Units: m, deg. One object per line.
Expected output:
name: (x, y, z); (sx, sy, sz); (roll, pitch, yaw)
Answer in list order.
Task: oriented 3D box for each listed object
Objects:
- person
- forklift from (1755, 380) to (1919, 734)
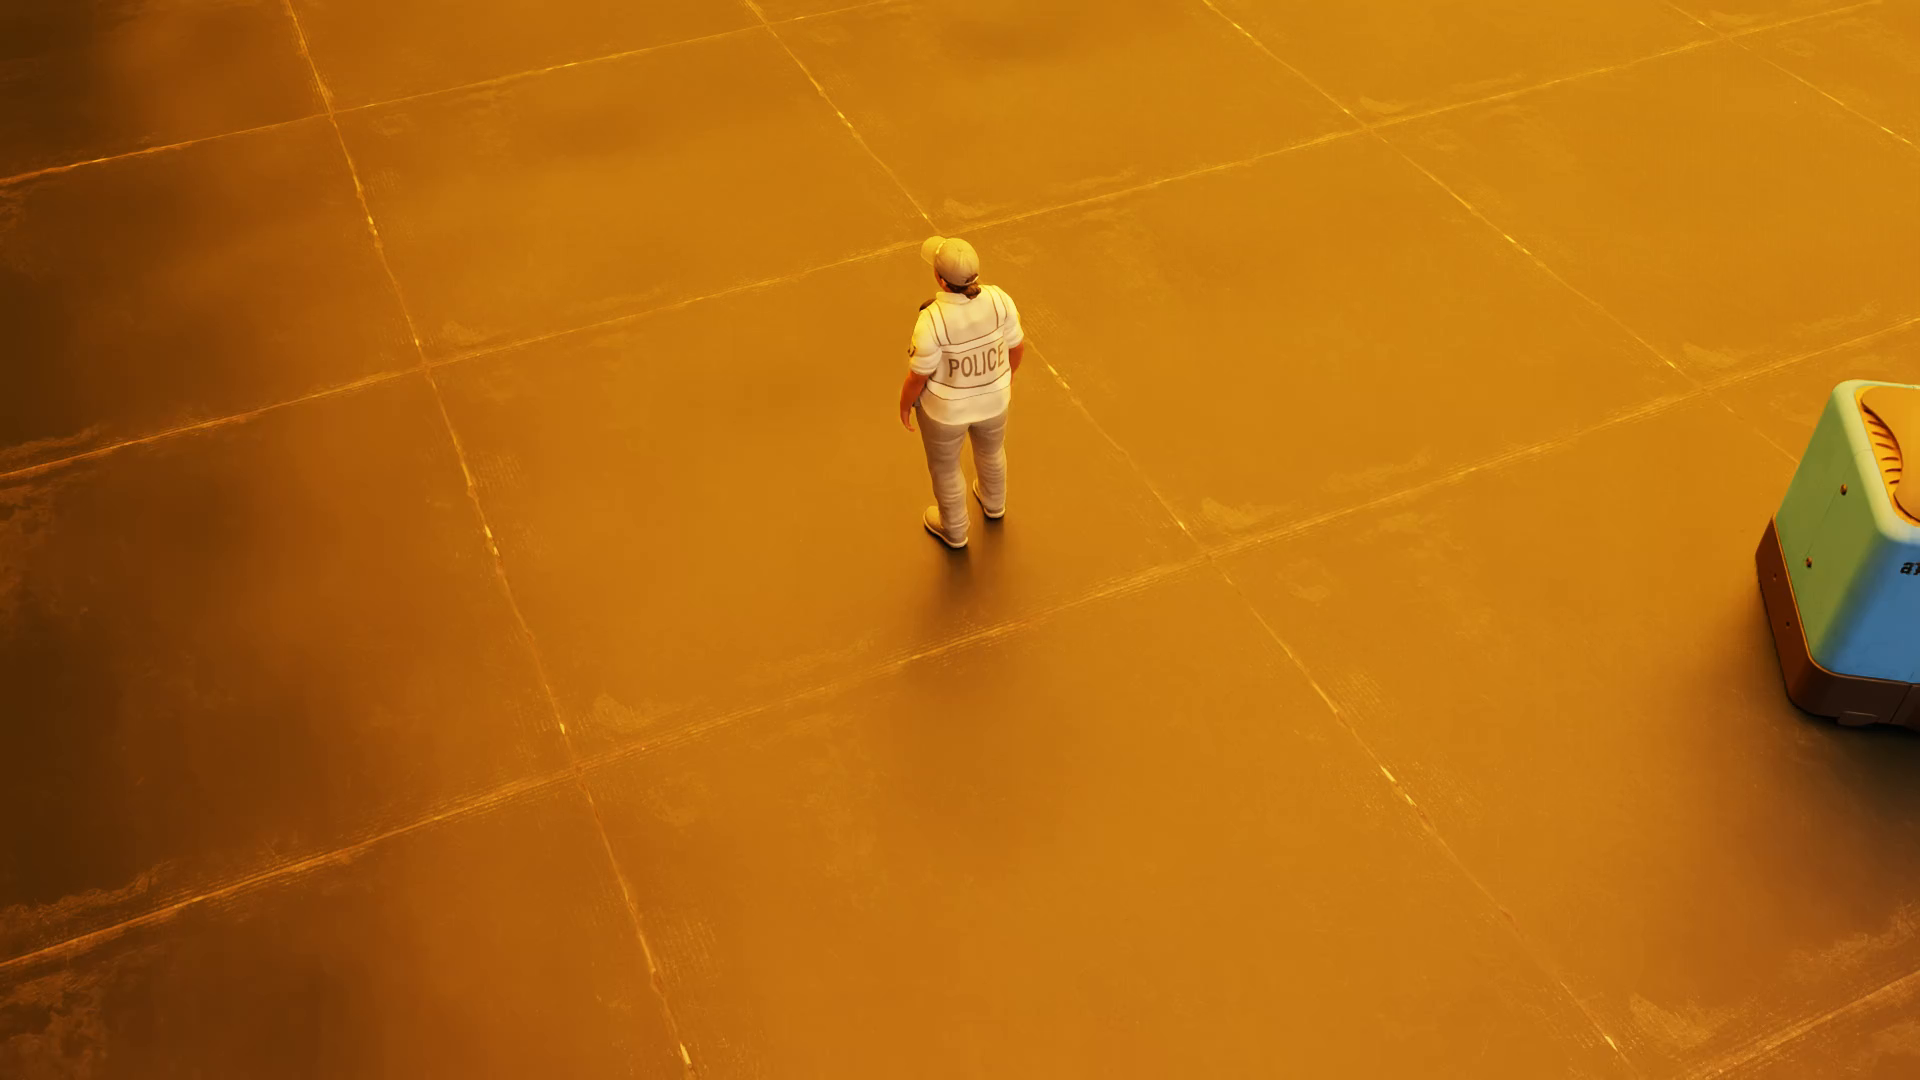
person: (-0.011, -0.668, 7.313); (0.598, 1.670, 0.529); (-18, 46, -18)
forklift: (5.066, -0.470, 6.184); (3.031, 2.935, 1.130); (7, 43, 7)
